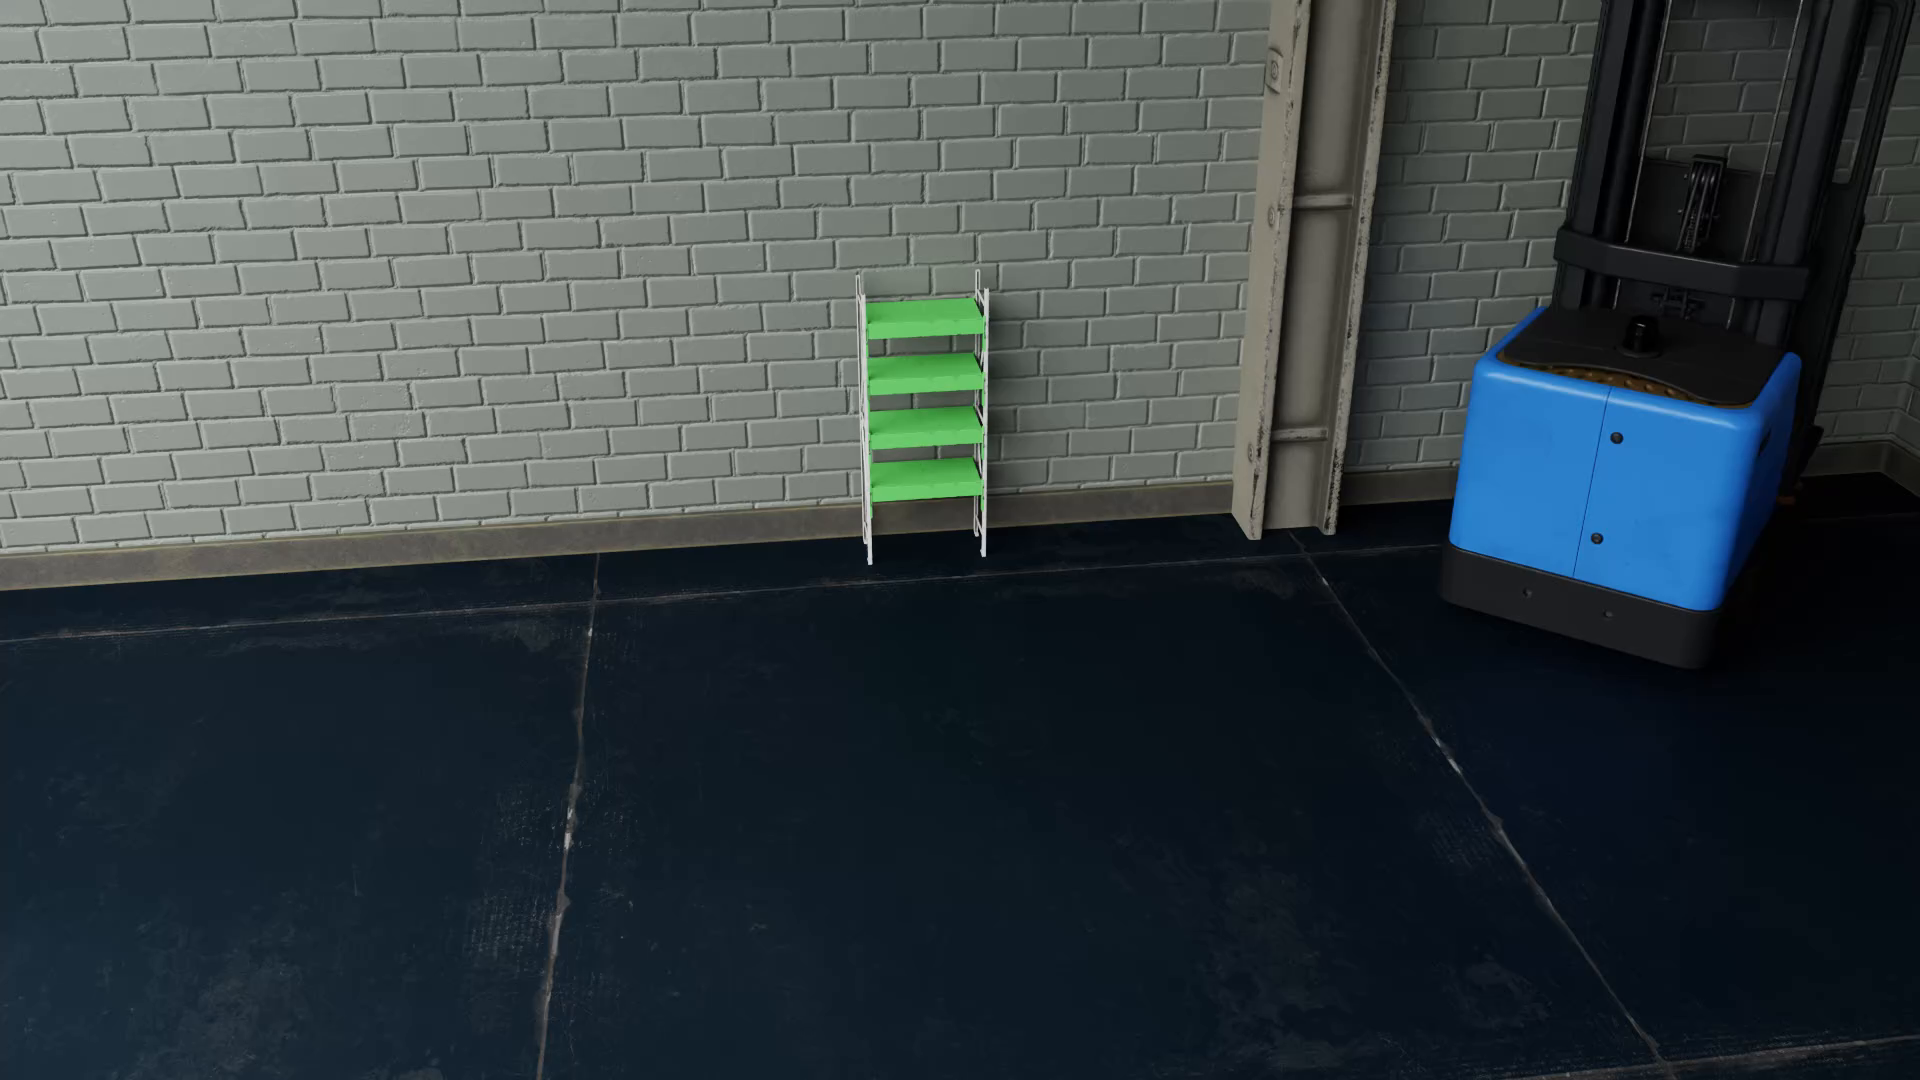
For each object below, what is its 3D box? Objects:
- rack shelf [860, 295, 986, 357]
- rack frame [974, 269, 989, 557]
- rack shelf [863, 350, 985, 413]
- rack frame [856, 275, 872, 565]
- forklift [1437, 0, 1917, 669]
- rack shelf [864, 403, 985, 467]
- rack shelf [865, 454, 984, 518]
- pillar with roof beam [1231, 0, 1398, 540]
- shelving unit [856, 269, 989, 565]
[{"bbox_3d":[-0.153,-0.863,6.702,0.480,0.148,0.258,-4,28,-8],"label":"rack shelf"},{"bbox_3d":[0.087,-0.513,6.931,0.015,1.200,0.240,-4,28,-8],"label":"rack frame"},{"bbox_3d":[-0.154,-0.652,6.815,0.480,0.148,0.258,-4,28,-8],"label":"rack shelf"},{"bbox_3d":[-0.395,-0.480,6.866,0.015,1.200,0.240,-4,28,-8],"label":"rack frame"},{"bbox_3d":[3.158,-1.449,6.863,1.130,2.935,3.031,17,32,30],"label":"forklift"},{"bbox_3d":[-0.154,-0.441,6.929,0.480,0.148,0.258,-4,28,-8],"label":"rack shelf"},{"bbox_3d":[-0.155,-0.229,7.042,0.480,0.148,0.258,-4,28,-8],"label":"rack shelf"},{"bbox_3d":[2.036,-2.140,1.564,0.400,9.000,9.100,-4,27,-7],"label":"pillar with roof beam"},{"bbox_3d":[-0.154,-0.497,6.898,0.503,1.200,0.258,-4,28,-8],"label":"shelving unit"}]
